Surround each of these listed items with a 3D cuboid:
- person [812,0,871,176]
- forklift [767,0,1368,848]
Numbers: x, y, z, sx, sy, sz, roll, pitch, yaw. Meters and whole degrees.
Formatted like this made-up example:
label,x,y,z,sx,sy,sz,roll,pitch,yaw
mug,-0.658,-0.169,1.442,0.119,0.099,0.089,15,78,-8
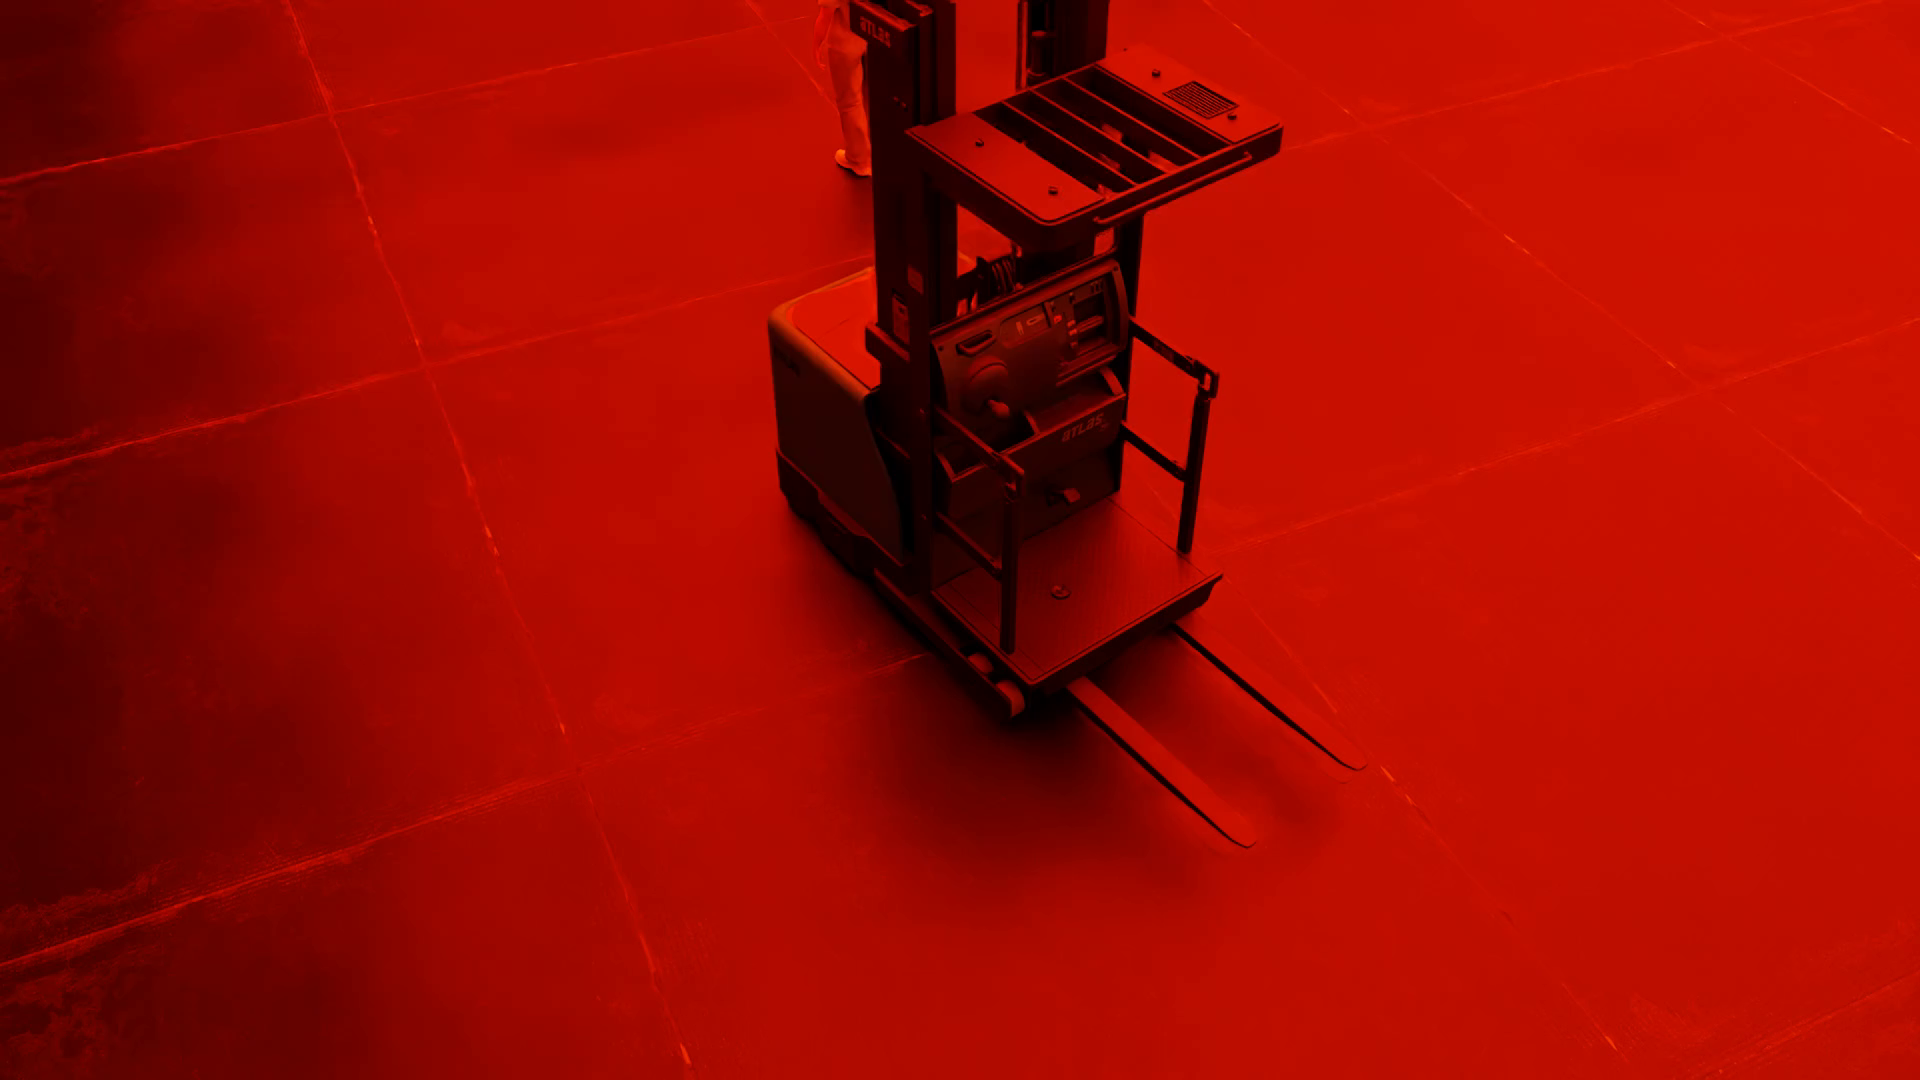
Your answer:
label,x,y,z,sx,sy,sz,roll,pitch,yaw
person,-0.633,-2.923,9.722,0.549,1.676,0.550,-23,48,-23
forklift,0.423,-0.706,6.436,1.130,2.935,3.031,-28,50,-26
